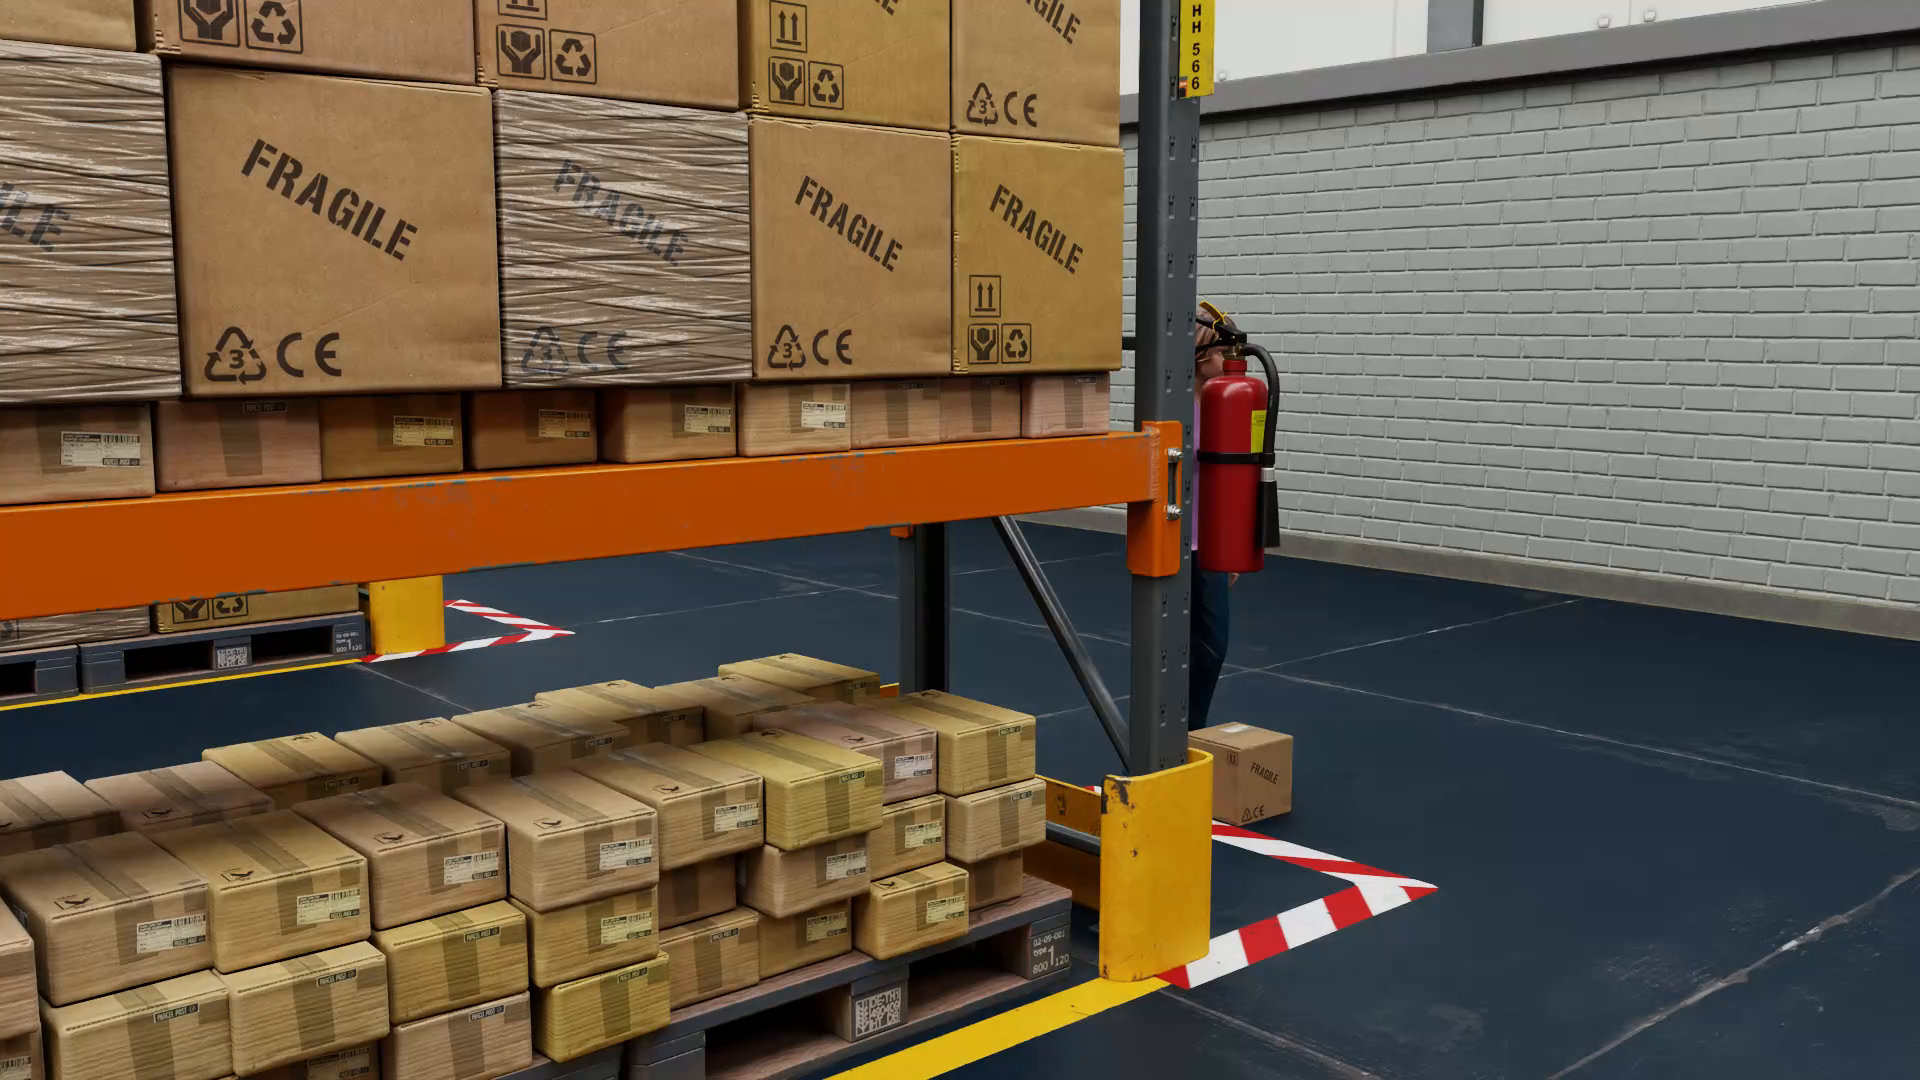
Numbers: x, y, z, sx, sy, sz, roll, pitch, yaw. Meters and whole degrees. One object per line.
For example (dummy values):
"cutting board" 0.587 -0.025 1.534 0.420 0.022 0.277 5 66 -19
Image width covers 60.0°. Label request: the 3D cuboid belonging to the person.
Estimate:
"person" 0.732 0.054 5.427 0.485 1.593 0.342 -7 10 -41
